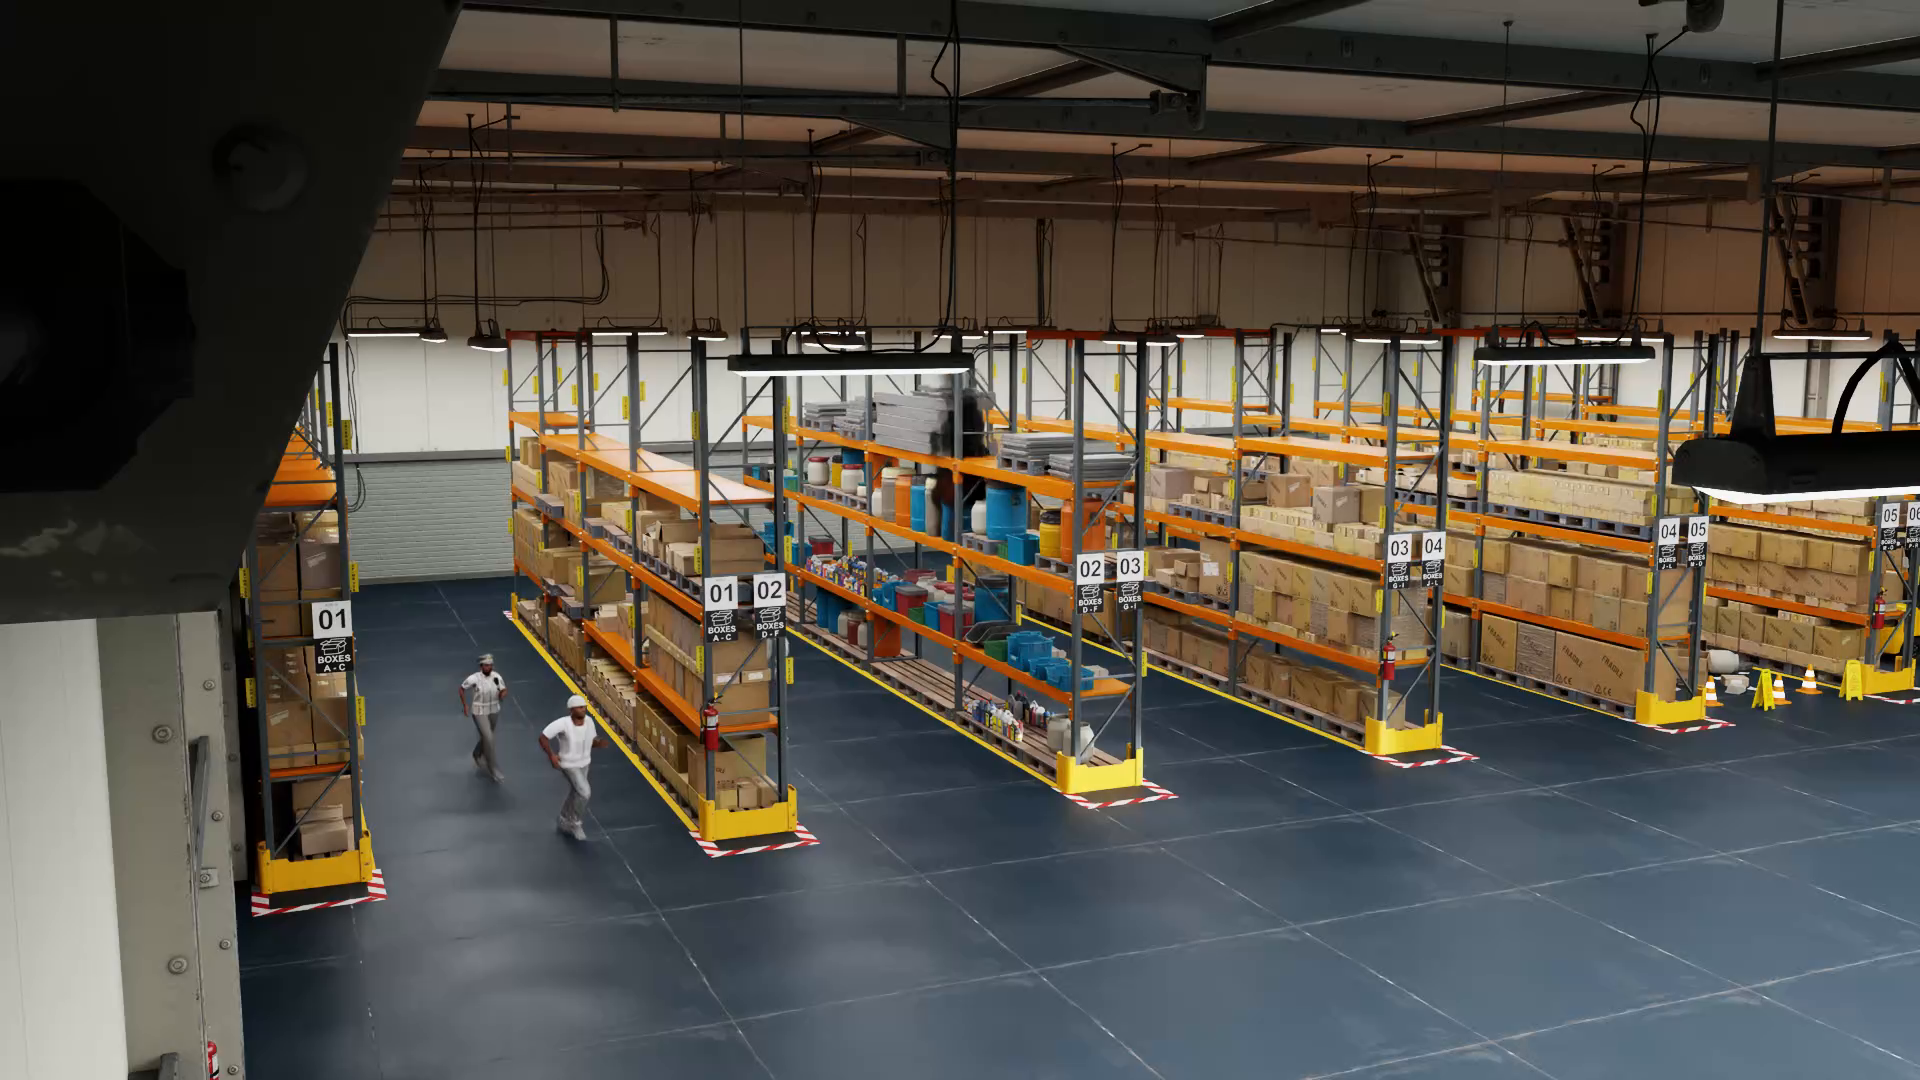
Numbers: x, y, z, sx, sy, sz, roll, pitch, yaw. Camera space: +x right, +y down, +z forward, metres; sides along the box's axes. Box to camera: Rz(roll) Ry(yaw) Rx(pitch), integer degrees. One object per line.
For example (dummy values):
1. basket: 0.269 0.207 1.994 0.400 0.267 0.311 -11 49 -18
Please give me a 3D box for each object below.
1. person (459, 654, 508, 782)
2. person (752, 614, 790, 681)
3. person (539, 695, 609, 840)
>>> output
1. person: -6.506 2.385 22.785 0.901 1.717 0.558 7 10 42
2. person: -3.155 1.512 27.658 0.662 1.744 0.880 -5 9 -35
3. person: -4.647 2.754 20.108 0.783 1.793 0.697 5 9 32
